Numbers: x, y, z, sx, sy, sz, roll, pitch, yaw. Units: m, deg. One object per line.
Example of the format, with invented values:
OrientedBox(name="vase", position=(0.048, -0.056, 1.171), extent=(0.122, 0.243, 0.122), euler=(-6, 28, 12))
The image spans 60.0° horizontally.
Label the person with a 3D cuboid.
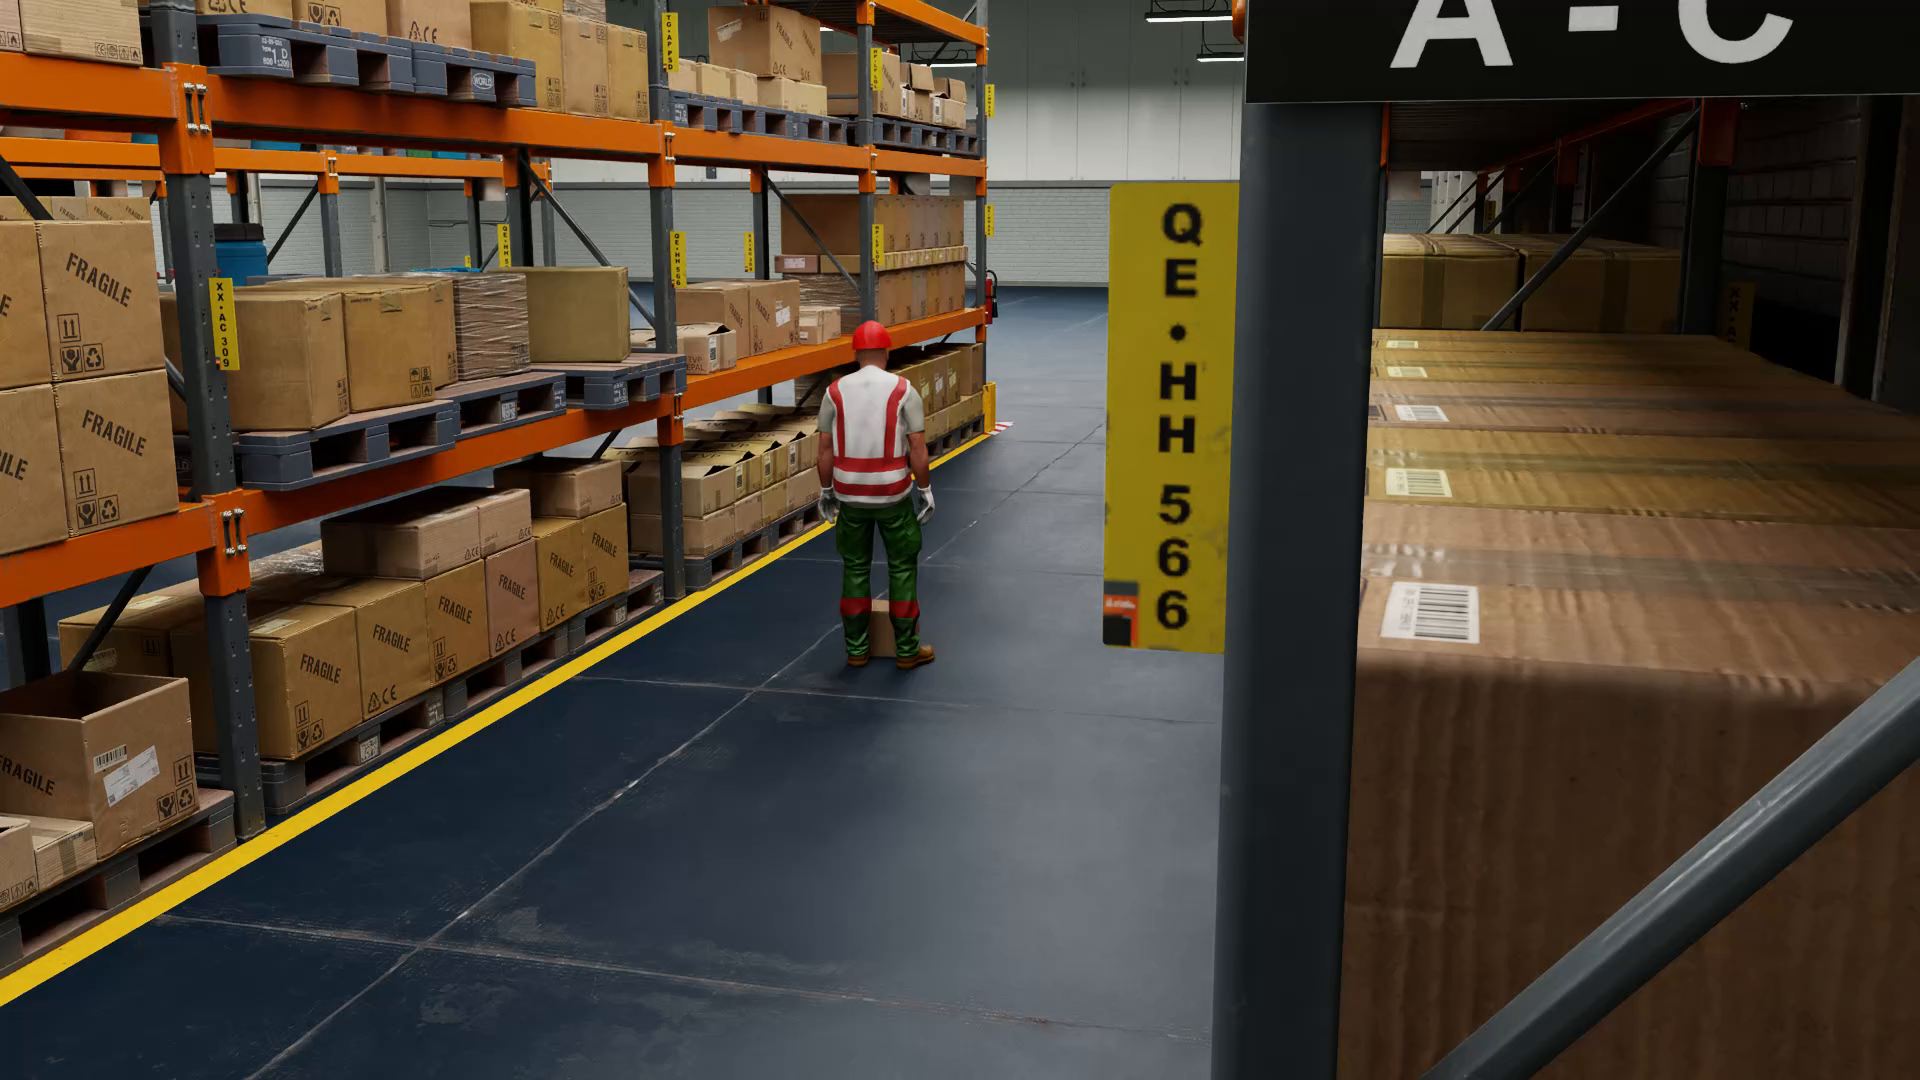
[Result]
OrientedBox(name="person", position=(-0.433, -0.230, 8.554), extent=(0.613, 1.778, 0.452), euler=(2, 12, 10))
